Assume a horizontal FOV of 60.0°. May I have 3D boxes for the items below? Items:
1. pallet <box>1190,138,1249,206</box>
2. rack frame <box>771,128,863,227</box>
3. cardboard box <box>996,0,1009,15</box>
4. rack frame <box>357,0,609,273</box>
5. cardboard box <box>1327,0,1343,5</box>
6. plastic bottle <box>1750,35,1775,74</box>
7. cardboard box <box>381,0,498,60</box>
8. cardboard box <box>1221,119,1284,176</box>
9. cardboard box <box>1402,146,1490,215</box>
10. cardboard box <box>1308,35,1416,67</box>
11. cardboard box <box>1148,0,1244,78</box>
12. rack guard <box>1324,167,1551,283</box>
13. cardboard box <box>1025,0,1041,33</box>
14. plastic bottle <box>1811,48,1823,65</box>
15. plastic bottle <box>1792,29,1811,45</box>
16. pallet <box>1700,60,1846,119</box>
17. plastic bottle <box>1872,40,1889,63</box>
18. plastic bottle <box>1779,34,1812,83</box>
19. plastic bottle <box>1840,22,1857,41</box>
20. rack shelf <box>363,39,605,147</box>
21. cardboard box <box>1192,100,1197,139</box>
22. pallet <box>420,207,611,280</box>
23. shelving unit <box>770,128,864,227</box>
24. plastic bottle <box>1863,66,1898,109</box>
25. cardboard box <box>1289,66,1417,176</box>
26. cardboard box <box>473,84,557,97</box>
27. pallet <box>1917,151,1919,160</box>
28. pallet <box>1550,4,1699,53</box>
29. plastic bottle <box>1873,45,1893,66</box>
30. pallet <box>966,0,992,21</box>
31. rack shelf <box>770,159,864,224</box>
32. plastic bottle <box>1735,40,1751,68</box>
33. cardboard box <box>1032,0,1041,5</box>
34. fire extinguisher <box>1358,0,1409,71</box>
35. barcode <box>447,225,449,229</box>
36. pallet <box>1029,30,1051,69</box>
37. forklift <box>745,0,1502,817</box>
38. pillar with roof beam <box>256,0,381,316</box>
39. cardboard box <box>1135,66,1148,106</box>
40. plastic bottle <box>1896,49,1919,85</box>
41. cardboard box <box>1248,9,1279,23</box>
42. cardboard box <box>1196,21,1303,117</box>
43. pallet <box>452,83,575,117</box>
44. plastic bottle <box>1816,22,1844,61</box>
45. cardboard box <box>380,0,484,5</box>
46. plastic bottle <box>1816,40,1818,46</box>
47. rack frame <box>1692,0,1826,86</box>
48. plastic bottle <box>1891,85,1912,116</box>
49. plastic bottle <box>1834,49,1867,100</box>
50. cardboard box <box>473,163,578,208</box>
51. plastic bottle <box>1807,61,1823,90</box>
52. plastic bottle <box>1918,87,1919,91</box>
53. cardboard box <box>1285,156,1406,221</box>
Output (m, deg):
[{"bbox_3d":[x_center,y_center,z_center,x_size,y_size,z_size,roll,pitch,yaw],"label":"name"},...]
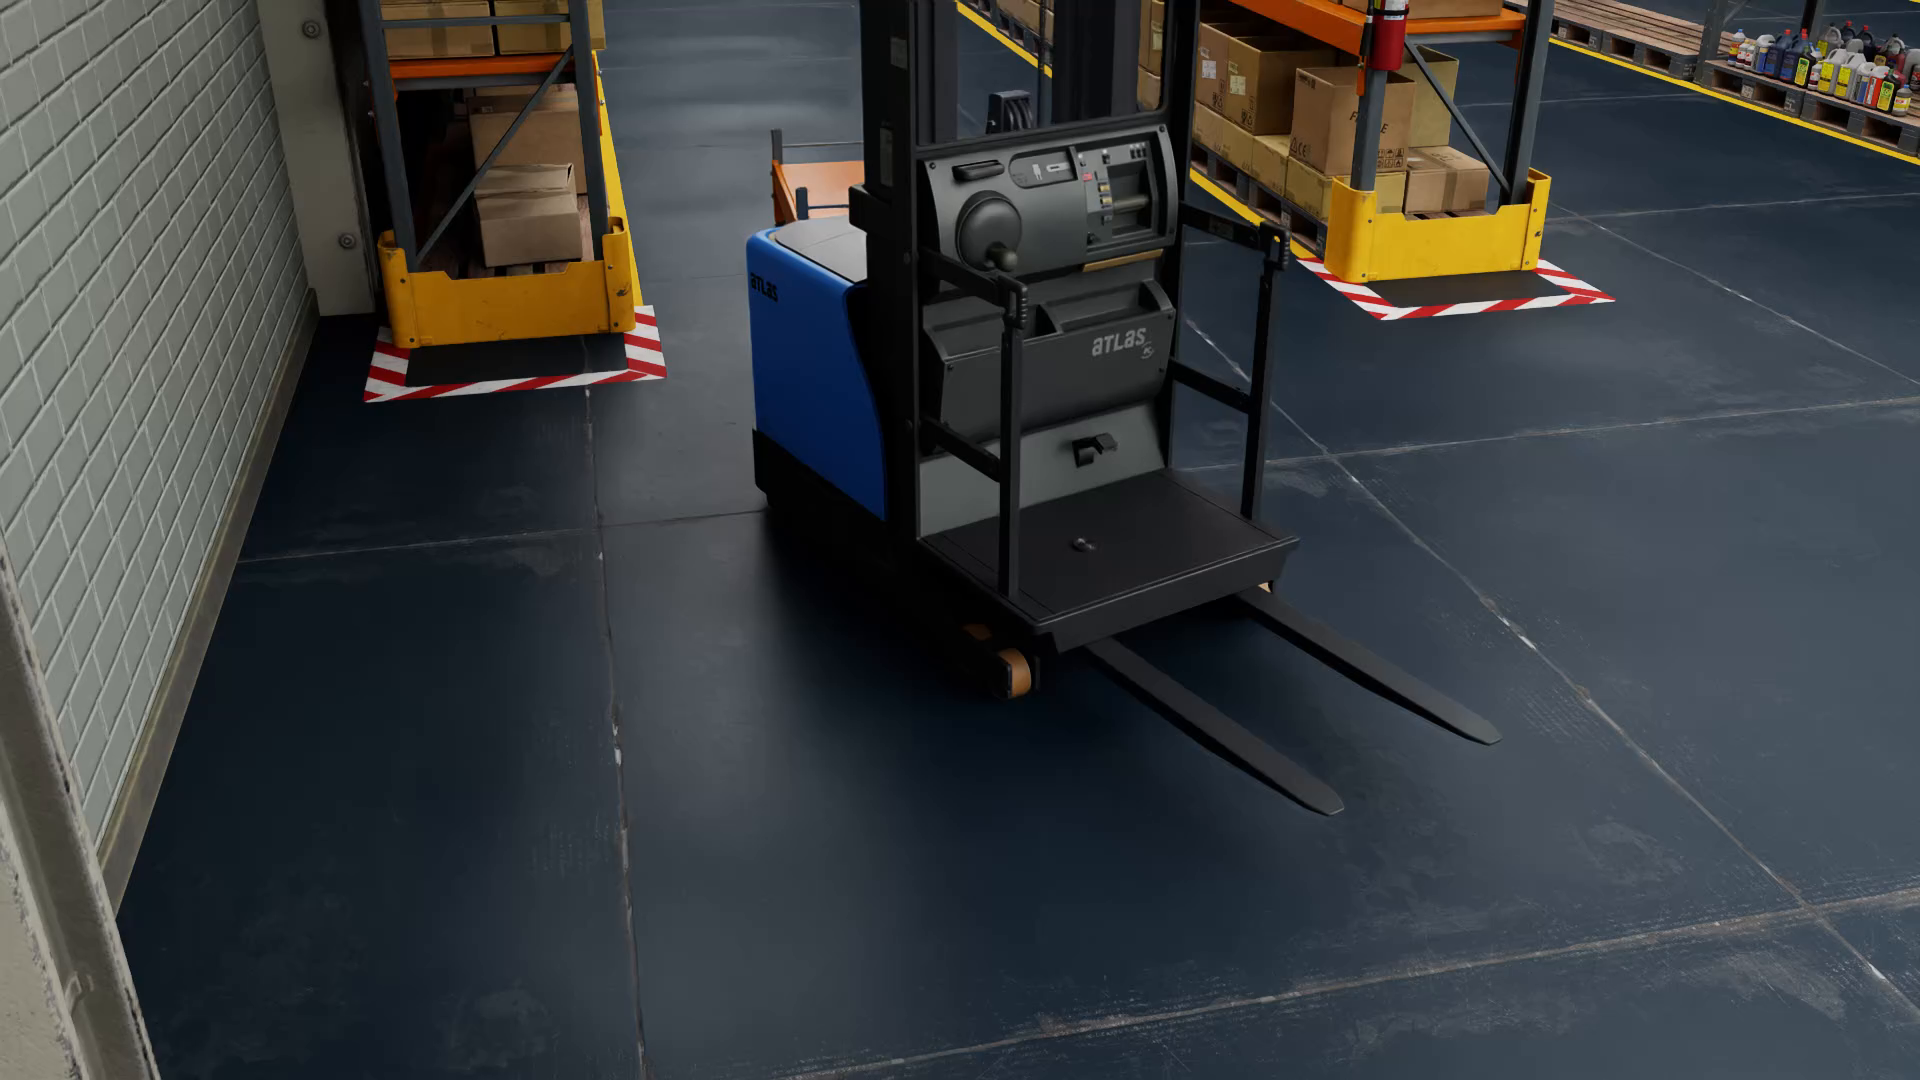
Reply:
[{"bbox_3d":[2.130,-2.492,10.954,1.003,0.211,1.213,-6,27,-12],"label":"pallet"},{"bbox_3d":[-0.588,-1.335,7.647,0.500,1.125,0.032,-5,27,-10],"label":"rack frame"},{"bbox_3d":[0.644,-5.083,15.578,0.500,0.250,0.500,-6,27,-12],"label":"cardboard box"},{"bbox_3d":[-2.211,-2.367,7.610,1.000,3.000,0.127,-6,27,-12],"label":"rack frame"},{"bbox_3d":[2.399,-3.352,9.452,0.700,0.500,0.500,-5,27,-10],"label":"cardboard box"},{"bbox_3d":[6.284,-3.786,12.956,0.152,0.276,0.135,-5,27,-10],"label":"plastic bottle"},{"bbox_3d":[-2.505,-2.494,8.007,0.500,0.250,0.500,-6,27,-11],"label":"cardboard box"},{"bbox_3d":[1.967,-2.474,10.409,0.500,0.250,0.500,-6,27,-12],"label":"cardboard box"},{"bbox_3d":[2.711,-2.089,9.646,0.500,0.250,0.500,-6,27,-12],"label":"cardboard box"},{"bbox_3d":[2.471,-2.862,10.344,0.500,0.500,0.500,-6,27,-12],"label":"cardboard box"},{"bbox_3d":[1.633,-3.468,11.545,0.500,0.500,0.500,-6,27,-12],"label":"cardboard box"},{"bbox_3d":[2.620,-1.745,9.152,1.175,0.500,0.348,-6,27,-12],"label":"rack guard"},{"bbox_3d":[0.881,-4.635,14.690,0.500,0.250,0.500,-7,28,-13],"label":"cardboard box"},{"bbox_3d":[6.430,-3.567,12.528,0.097,0.271,0.097,0,27,0],"label":"plastic bottle"},{"bbox_3d":[6.458,-3.761,12.823,0.144,0.351,0.185,-6,27,-12],"label":"plastic bottle"},{"bbox_3d":[6.651,-3.585,13.118,1.003,0.211,1.213,-6,27,-12],"label":"pallet"},{"bbox_3d":[7.087,-3.707,12.793,0.061,0.283,0.133,-4,27,-8],"label":"plastic bottle"},{"bbox_3d":[6.360,-3.663,12.630,0.144,0.351,0.185,-7,28,-14],"label":"plastic bottle"},{"bbox_3d":[6.966,-3.889,13.078,0.144,0.351,0.185,-7,28,-13],"label":"plastic bottle"},{"bbox_3d":[-2.661,-2.923,9.511,1.077,0.370,4.000,-6,27,-12],"label":"rack shelf"},{"bbox_3d":[1.738,-2.913,11.277,0.500,0.250,0.500,-6,27,-12],"label":"cardboard box"},{"bbox_3d":[-2.376,-1.515,9.018,1.003,0.211,1.213,-6,27,-12],"label":"pallet"},{"bbox_3d":[-0.490,-1.110,7.202,0.538,1.125,1.048,-5,27,-10],"label":"shelving unit"},{"bbox_3d":[6.571,-3.228,11.851,0.152,0.276,0.135,-6,27,-11],"label":"plastic bottle"},{"bbox_3d":[2.204,-2.371,9.372,0.500,0.500,0.500,-6,27,-12],"label":"cardboard box"},{"bbox_3d":[-2.839,-2.752,10.658,0.500,0.500,0.500,-8,28,-15],"label":"cardboard box"},{"bbox_3d":[7.201,-2.514,10.996,1.003,0.211,1.213,-6,27,-12],"label":"pallet"},{"bbox_3d":[6.047,-4.761,15.449,1.003,0.211,1.213,-6,27,-12],"label":"pallet"},{"bbox_3d":[6.988,-3.611,12.602,0.061,0.283,0.133,-6,27,-12],"label":"plastic bottle"},{"bbox_3d":[0.681,-5.470,16.853,1.003,0.211,1.213,-6,27,-12],"label":"pallet"},{"bbox_3d":[-0.490,-1.372,7.070,0.538,0.278,1.000,-5,27,-10],"label":"rack shelf"},{"bbox_3d":[6.208,-3.847,13.160,0.097,0.201,0.097,0,27,0],"label":"plastic bottle"},{"bbox_3d":[0.883,-4.880,14.552,0.500,0.311,0.500,-7,28,-13],"label":"cardboard box"},{"bbox_3d":[2.189,-2.738,8.431,0.296,0.674,0.183,-6,27,-12],"label":"fire extinguisher"},{"bbox_3d":[-2.673,-1.647,8.670,0.001,0.075,0.075,-6,27,-12],"label":"barcode"},{"bbox_3d":[1.231,-4.239,14.413,1.003,0.211,1.213,-6,27,-12],"label":"pallet"},{"bbox_3d":[0.418,-1.045,5.068,1.130,2.935,3.031,-16,31,-29],"label":"forklift"},{"bbox_3d":[0.983,-5.701,7.559,9.100,9.000,0.400,-6,27,-12],"label":"pillar with roof beam"},{"bbox_3d":[1.523,-3.353,12.149,0.500,0.250,0.500,-6,27,-12],"label":"cardboard box"},{"bbox_3d":[7.115,-3.558,12.504,0.152,0.276,0.135,-5,27,-11],"label":"plastic bottle"},{"bbox_3d":[2.249,-3.301,11.214,0.500,0.500,0.500,-6,27,-12],"label":"cardboard box"},{"bbox_3d":[1.853,-3.028,10.674,0.500,0.500,0.500,-6,27,-12],"label":"cardboard box"},{"bbox_3d":[-3.289,-3.219,12.394,1.003,0.211,1.213,-6,27,-12],"label":"pallet"},{"bbox_3d":[6.826,-3.874,13.049,0.144,0.351,0.185,-6,27,-12],"label":"plastic bottle"},{"bbox_3d":[-2.524,-2.829,7.837,0.500,0.500,0.500,-6,27,-12],"label":"cardboard box"},{"bbox_3d":[6.926,-3.948,13.361,0.097,0.201,0.097,0,27,0],"label":"plastic bottle"},{"bbox_3d":[6.540,-5.129,13.082,1.000,3.000,0.127,-6,27,-12],"label":"rack frame"},{"bbox_3d":[6.601,-3.082,11.644,0.097,0.201,0.097,0,27,0],"label":"plastic bottle"},{"bbox_3d":[6.498,-3.395,12.099,0.144,0.351,0.185,-5,27,-9],"label":"plastic bottle"},{"bbox_3d":[-2.407,-1.926,9.232,0.500,0.311,0.500,-4,27,-7],"label":"cardboard box"},{"bbox_3d":[6.401,-3.470,12.413,0.097,0.201,0.097,0,27,0],"label":"plastic bottle"},{"bbox_3d":[7.191,-3.462,12.320,0.097,0.271,0.097,0,27,0],"label":"plastic bottle"},{"bbox_3d":[2.206,-2.037,9.542,0.500,0.250,0.500,-6,27,-12],"label":"cardboard box"}]
